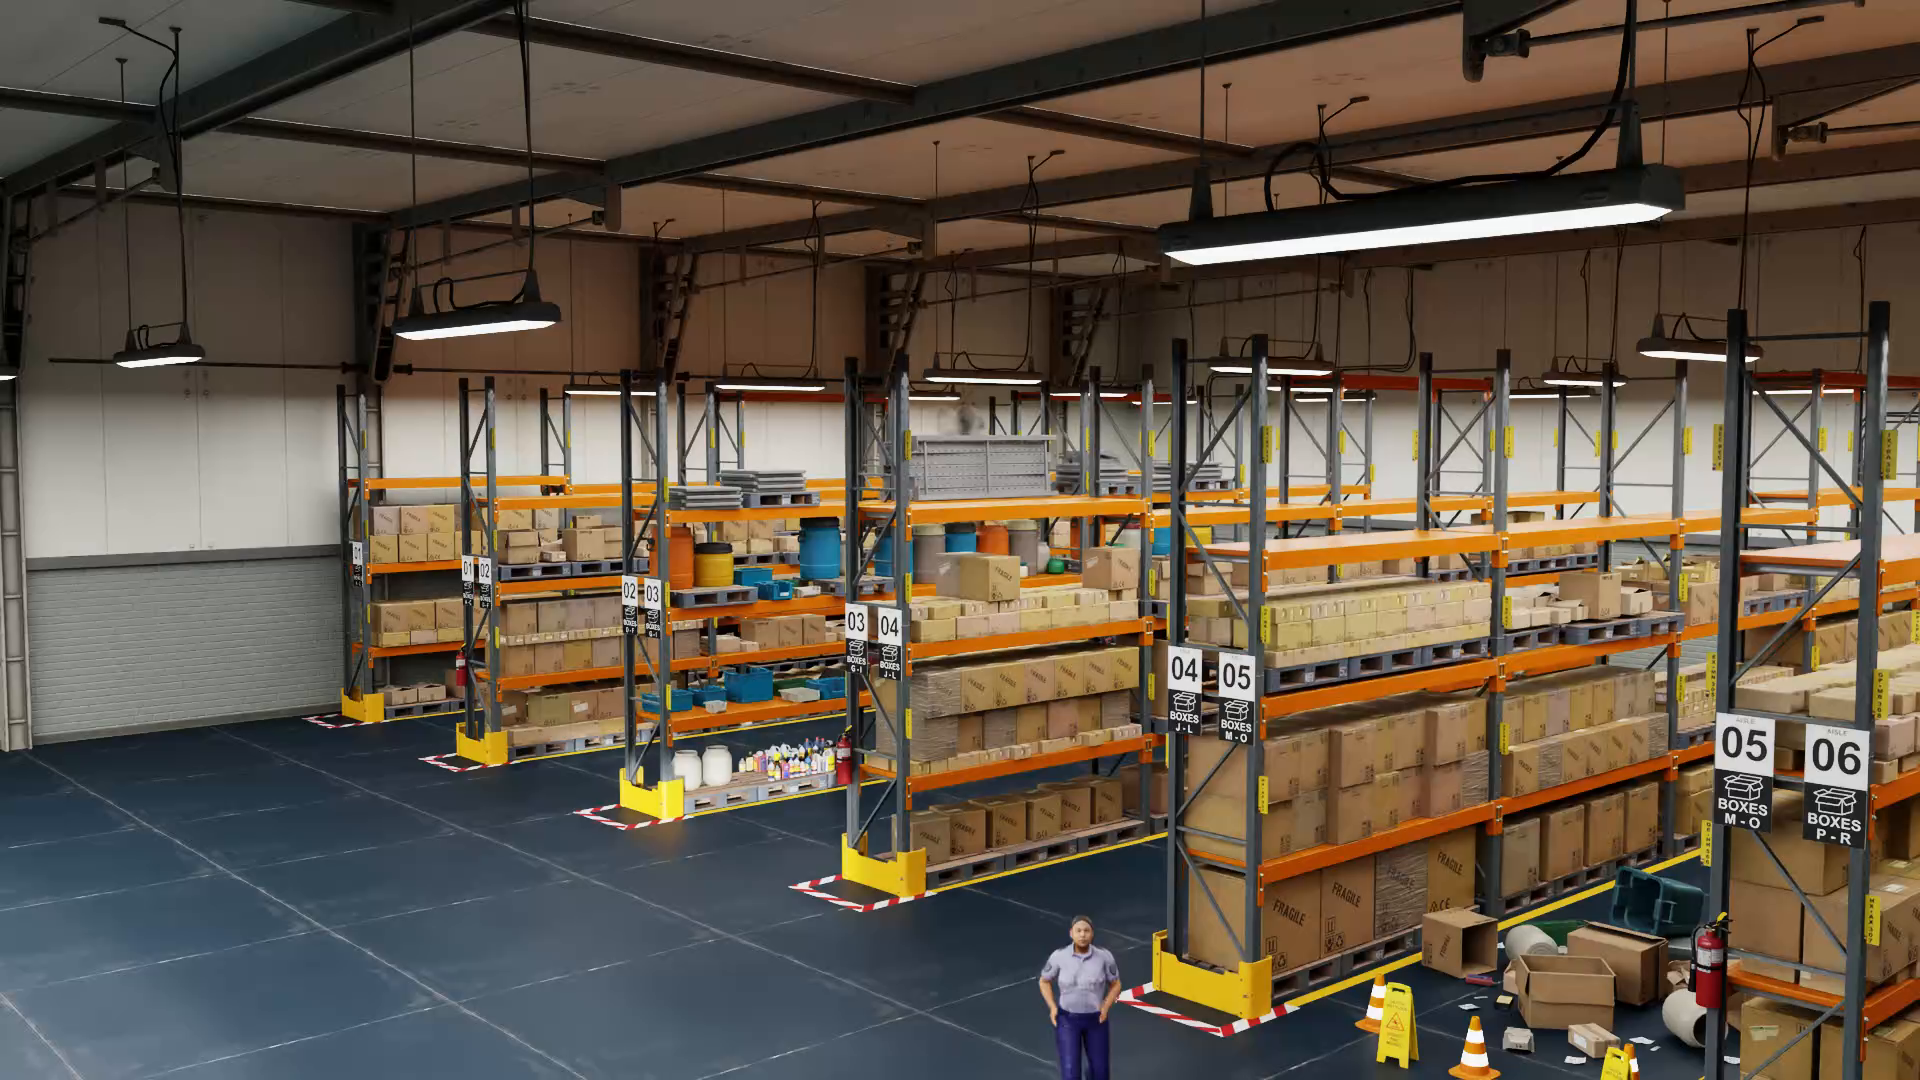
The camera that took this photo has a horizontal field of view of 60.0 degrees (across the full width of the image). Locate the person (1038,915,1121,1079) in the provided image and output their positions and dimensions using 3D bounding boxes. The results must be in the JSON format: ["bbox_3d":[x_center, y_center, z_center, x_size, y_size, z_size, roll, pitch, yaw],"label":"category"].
[{"bbox_3d":[0.887,3.558,12.279,0.611,1.597,0.664,0,4,0],"label":"person"}]

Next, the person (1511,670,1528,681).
[{"bbox_3d":[8.241,2.699,24.568,0.586,1.706,0.930,3,5,42],"label":"person"}]
